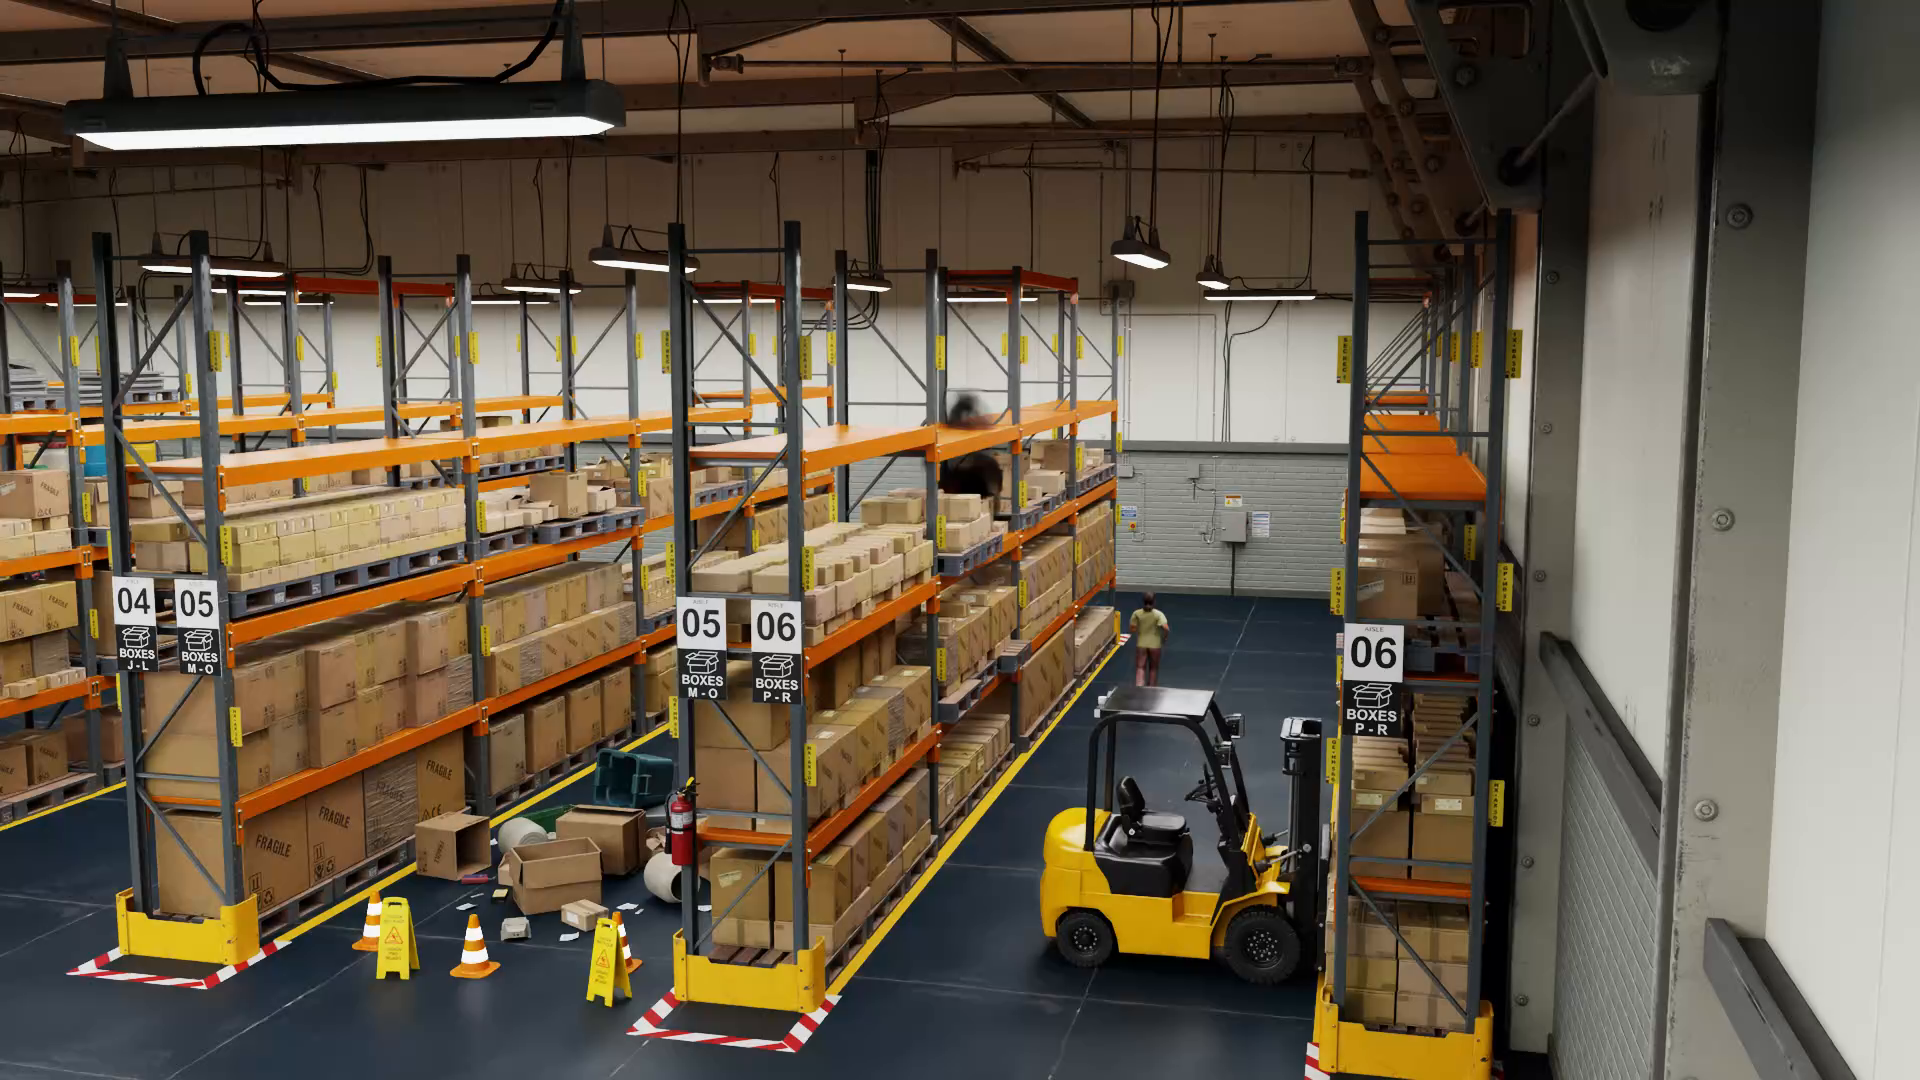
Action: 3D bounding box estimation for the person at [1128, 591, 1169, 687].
[{"bbox_3d":[2.644,1.485,23.299,0.588,1.569,0.654,1,7,12],"label":"person"}]
